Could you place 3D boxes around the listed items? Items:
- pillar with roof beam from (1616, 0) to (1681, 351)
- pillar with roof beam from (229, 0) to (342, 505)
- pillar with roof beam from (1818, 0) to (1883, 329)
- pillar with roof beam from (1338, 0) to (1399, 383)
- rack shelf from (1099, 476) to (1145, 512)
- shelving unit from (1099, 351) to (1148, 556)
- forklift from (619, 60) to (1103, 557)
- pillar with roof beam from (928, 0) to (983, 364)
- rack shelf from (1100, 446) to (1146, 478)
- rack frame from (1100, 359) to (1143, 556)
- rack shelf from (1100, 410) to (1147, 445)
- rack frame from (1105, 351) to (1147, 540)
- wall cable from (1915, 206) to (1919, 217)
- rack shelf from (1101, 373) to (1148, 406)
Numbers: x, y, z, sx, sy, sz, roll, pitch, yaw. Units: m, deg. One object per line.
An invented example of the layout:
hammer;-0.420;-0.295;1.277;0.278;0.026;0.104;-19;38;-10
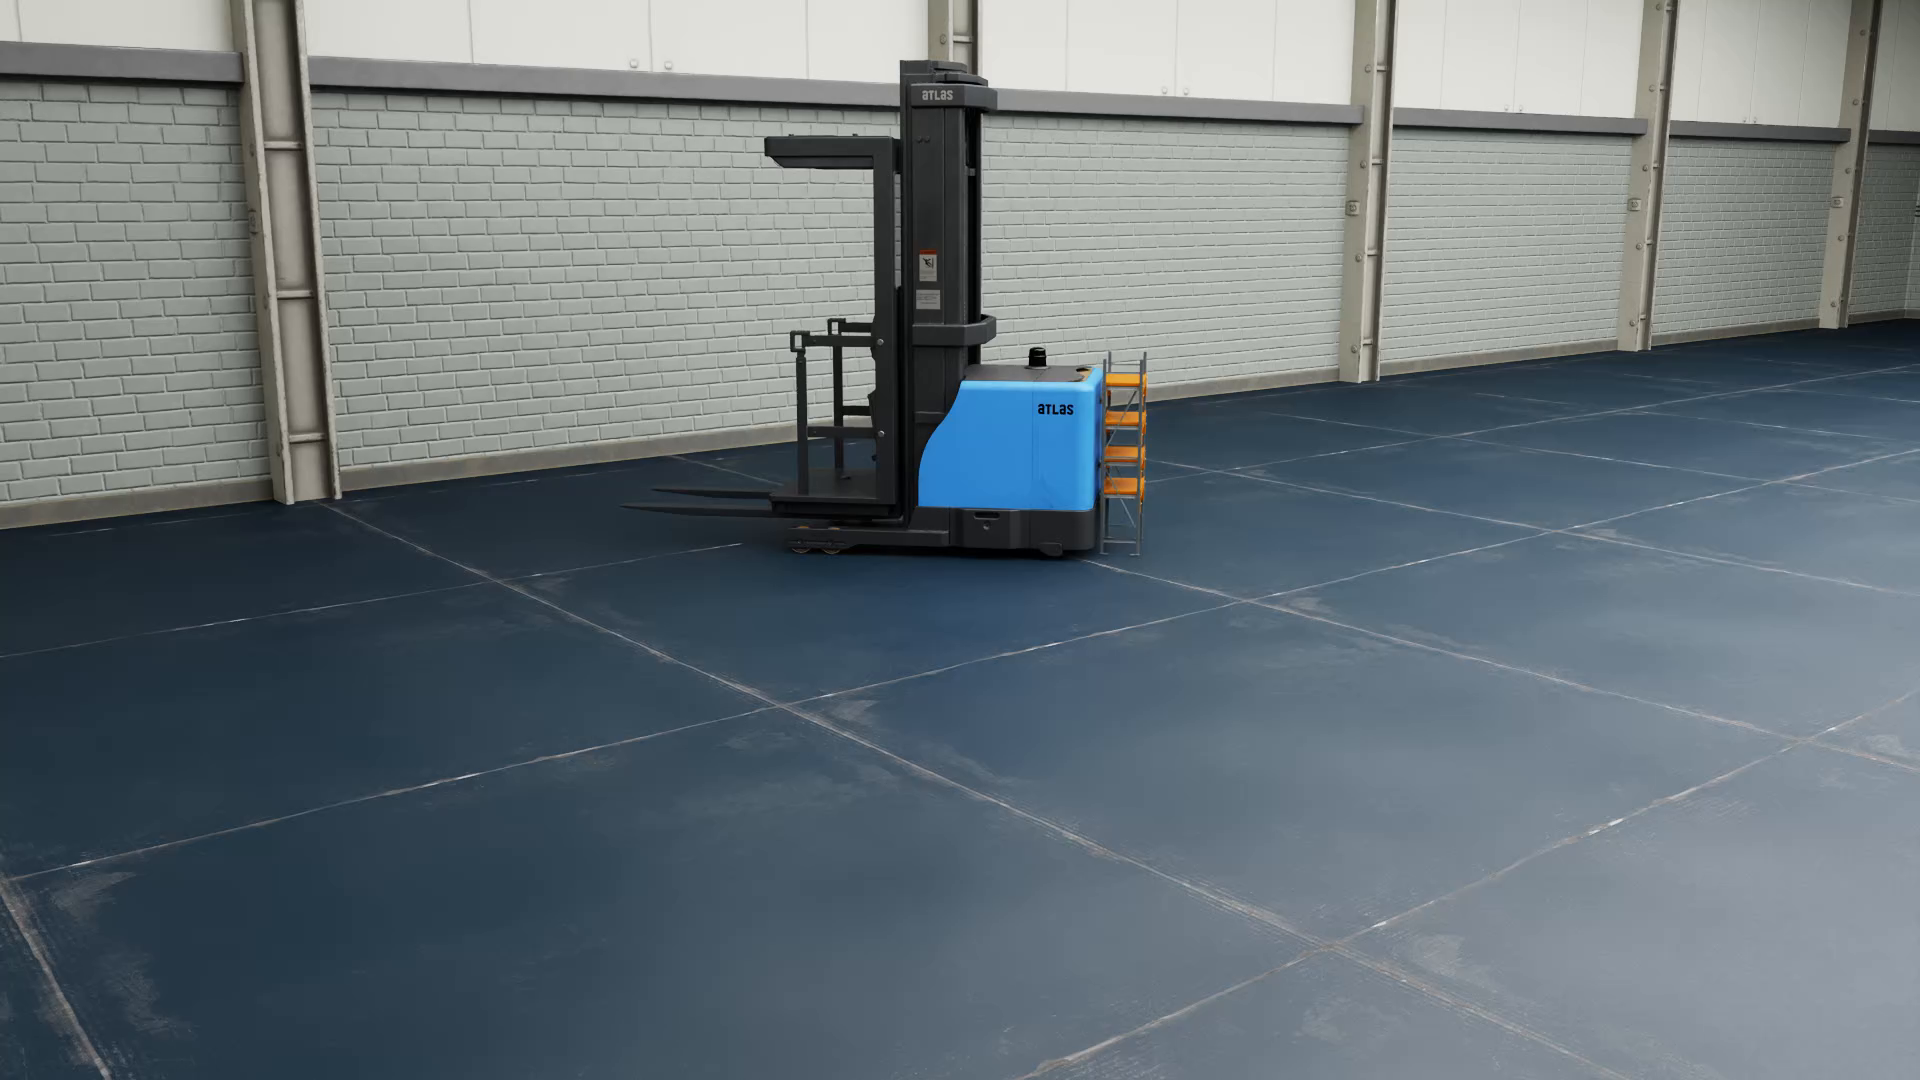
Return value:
pillar with roof beam;12.017;-6.341;18.828;0.400;9.000;9.100;-9;15;-38
pillar with roof beam;-2.039;-4.006;7.828;0.400;9.000;9.100;-9;15;-38
pillar with roof beam;16.702;-7.120;22.494;0.400;9.000;9.100;-9;15;-38
pillar with roof beam;7.332;-5.563;15.161;0.400;9.000;9.100;-9;15;-38
rack shelf;1.013;-0.285;10.362;0.258;0.148;0.480;2;12;9
shelving unit;1.013;-0.545;10.307;0.258;1.200;0.503;2;12;9
forklift;-0.623;-1.454;10.418;3.031;2.935;1.130;2;12;9
pillar with roof beam;2.647;-4.784;11.495;0.400;9.000;9.100;-9;15;-38
rack shelf;1.013;-0.479;10.321;0.258;0.148;0.480;2;12;9
rack frame;0.976;-0.495;10.071;0.240;1.200;0.015;2;12;9
rack shelf;1.013;-0.698;10.274;0.258;0.148;0.480;2;12;9
rack frame;1.050;-0.595;10.543;0.240;1.200;0.015;2;12;9
wall cable;17.139;-6.467;26.895;0.112;2.526;3.097;-9;15;-38
rack shelf;1.013;-0.929;10.225;0.258;0.148;0.480;2;12;9
